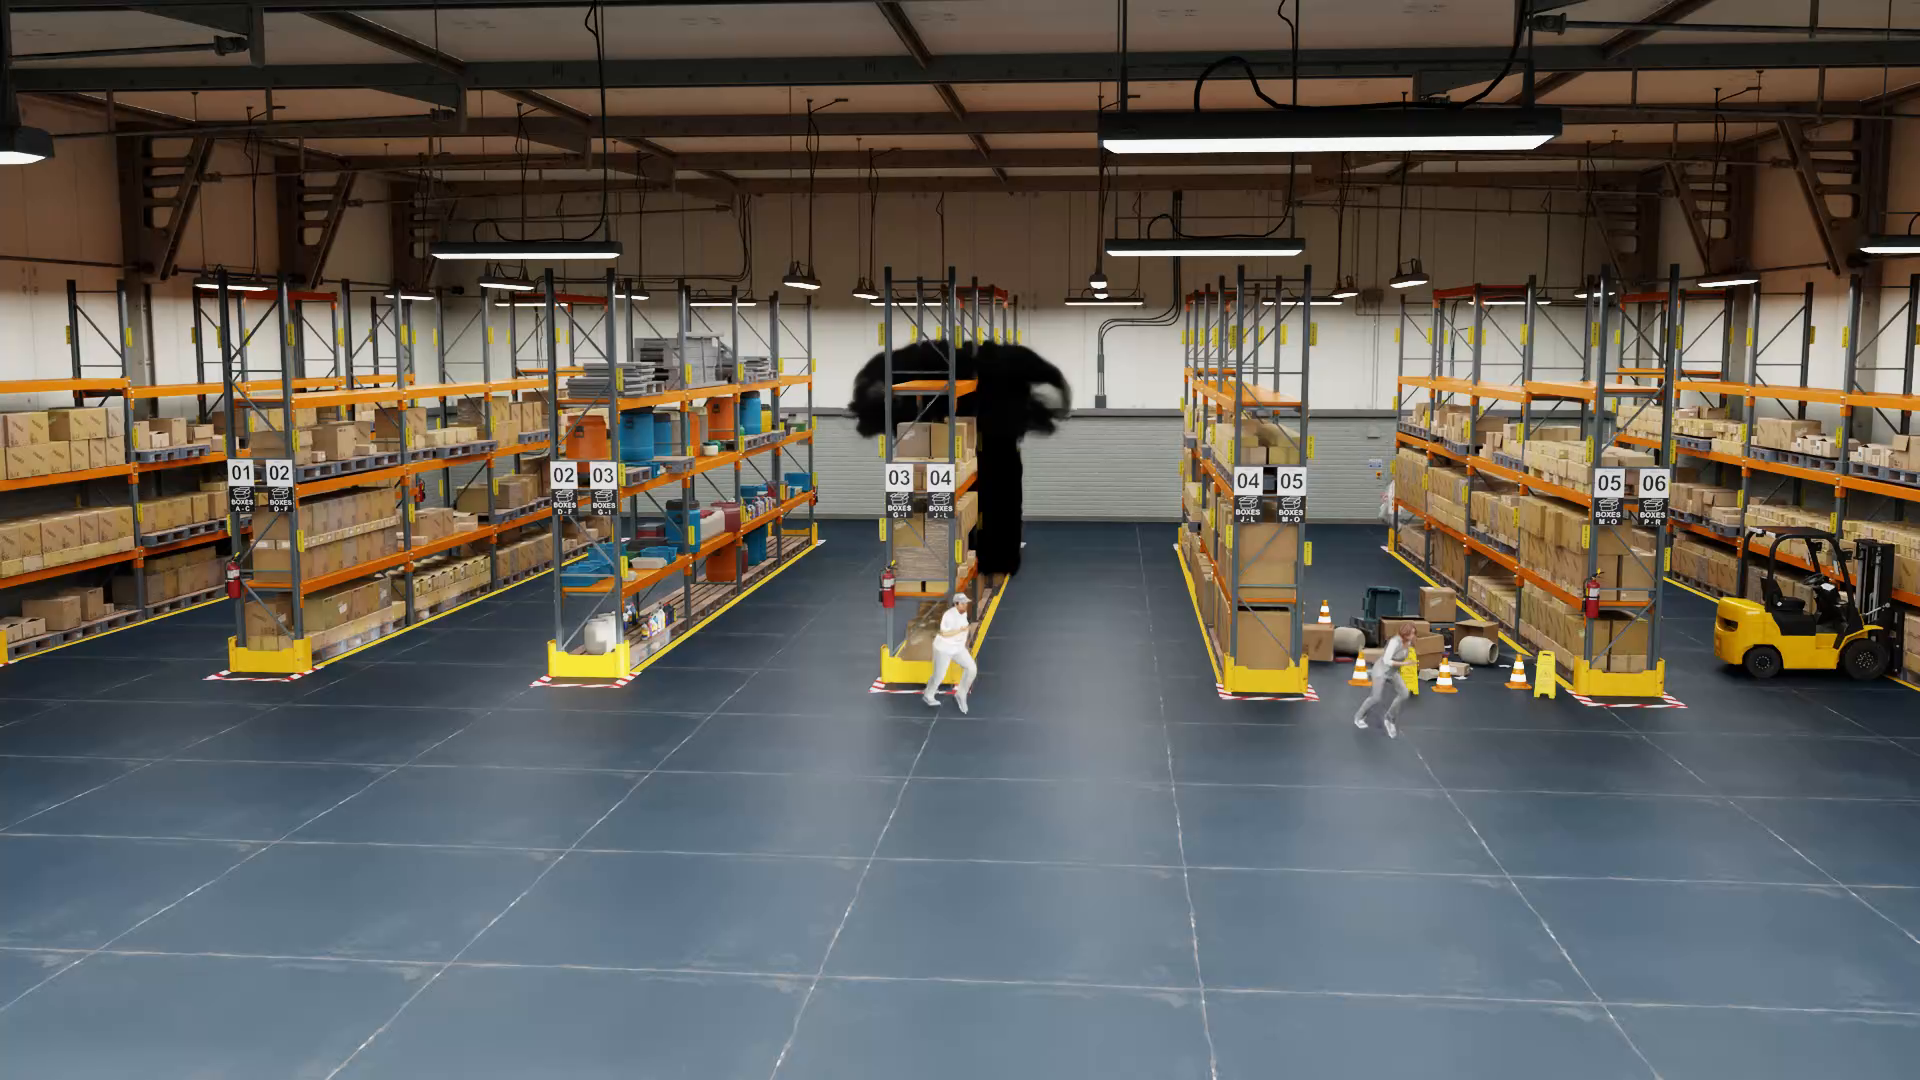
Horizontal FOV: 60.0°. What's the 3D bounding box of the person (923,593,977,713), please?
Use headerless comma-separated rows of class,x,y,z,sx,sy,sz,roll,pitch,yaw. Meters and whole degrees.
person,-0.144,1.498,22.279,0.892,1.641,0.593,7,10,44

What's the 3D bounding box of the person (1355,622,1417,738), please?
person,5.397,1.760,20.976,0.578,1.460,0.906,-6,9,-41

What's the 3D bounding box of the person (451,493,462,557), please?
person,-11.027,-0.301,36.787,0.647,1.690,0.584,0,7,4

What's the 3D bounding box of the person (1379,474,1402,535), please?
person,10.739,-0.896,41.397,0.672,1.743,0.690,-2,7,-15
